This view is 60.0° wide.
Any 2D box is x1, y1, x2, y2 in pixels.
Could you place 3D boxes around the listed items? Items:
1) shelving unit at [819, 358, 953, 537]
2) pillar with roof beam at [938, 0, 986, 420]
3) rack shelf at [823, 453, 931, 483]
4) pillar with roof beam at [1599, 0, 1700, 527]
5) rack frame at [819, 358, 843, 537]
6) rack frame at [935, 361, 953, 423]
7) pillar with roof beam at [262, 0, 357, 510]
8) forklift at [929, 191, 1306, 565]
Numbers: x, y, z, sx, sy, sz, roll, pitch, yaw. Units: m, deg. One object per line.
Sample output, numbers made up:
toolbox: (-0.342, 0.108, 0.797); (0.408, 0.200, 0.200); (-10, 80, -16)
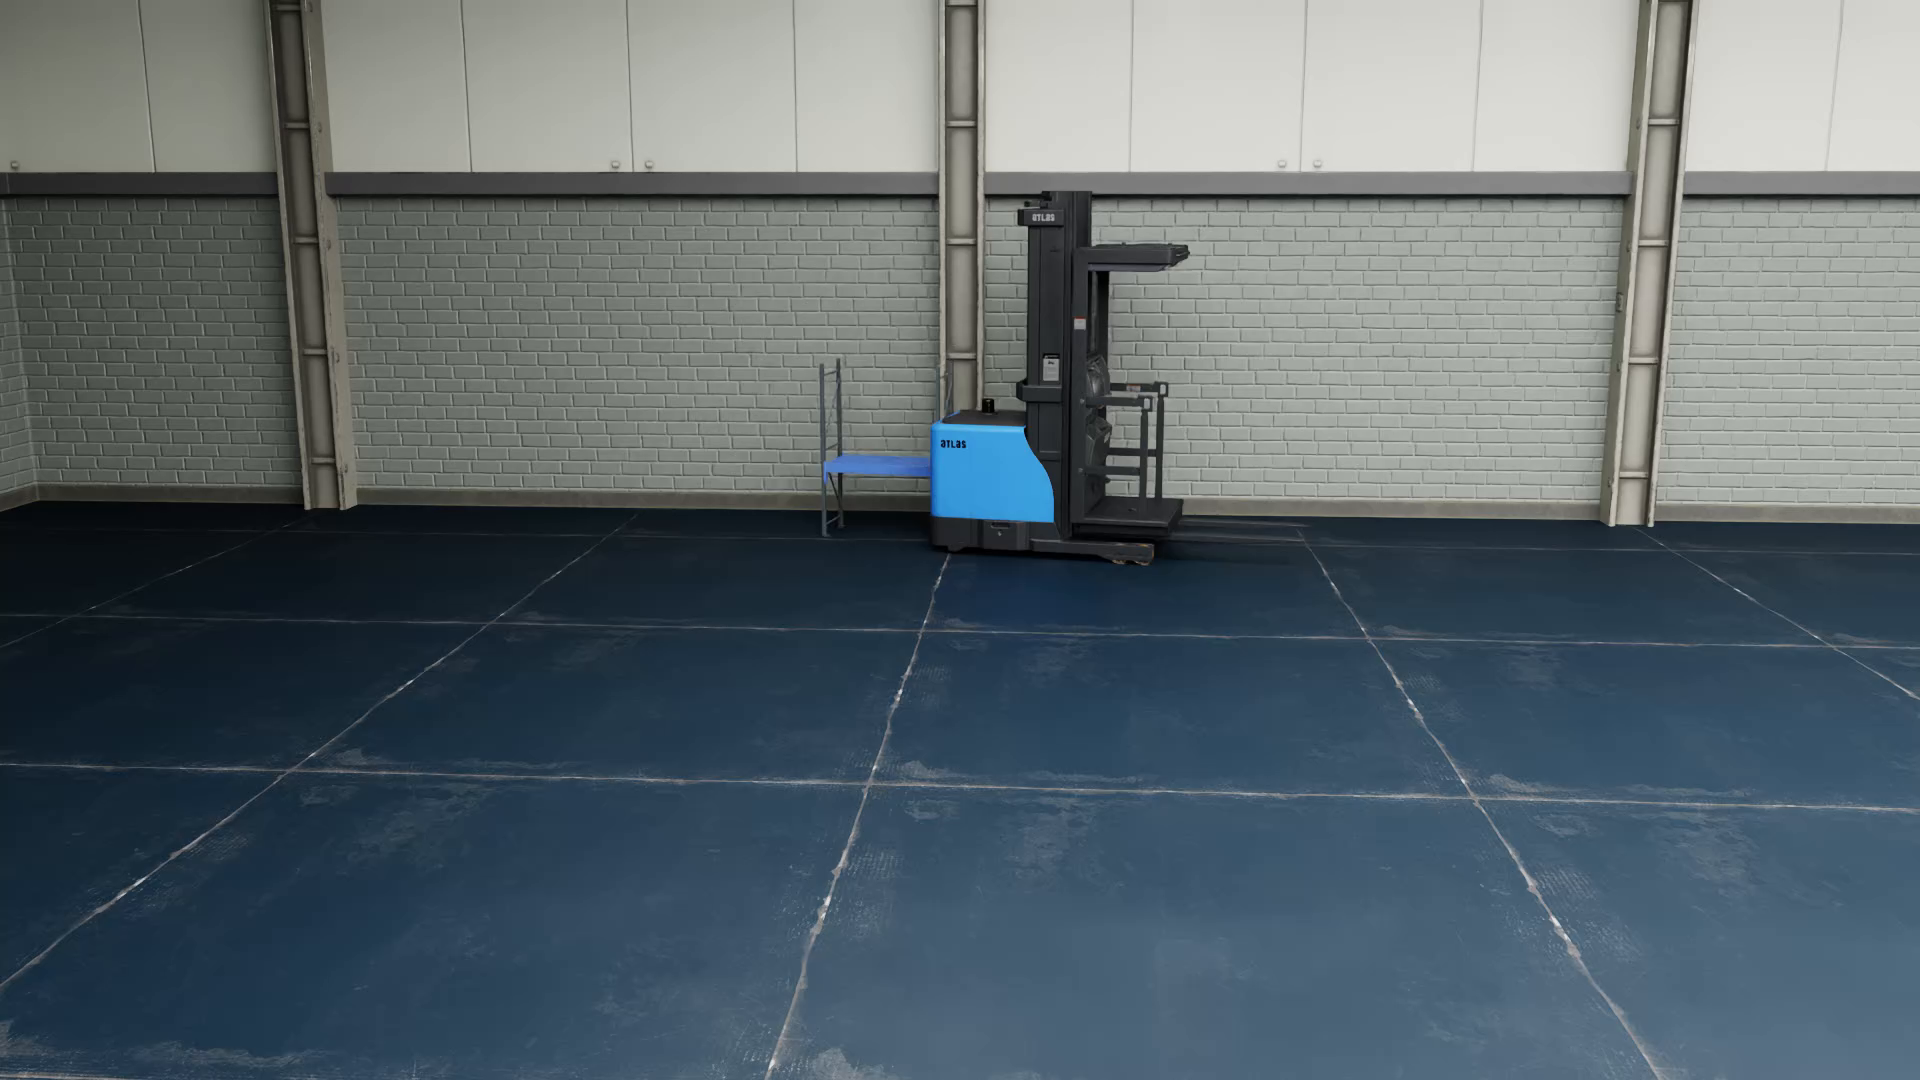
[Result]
shelving unit: (-0.624, -0.783, 14.348); (1.048, 1.500, 0.538); (3, 12, 14)
pillar with roof beam: (-0.267, -3.761, 10.269); (0.400, 9.000, 9.100); (1, 12, 4)
rack shelf: (-0.624, -0.607, 14.385); (1.000, 0.185, 0.538); (3, 12, 14)
pillar with roof beam: (5.719, -3.679, 9.877); (0.400, 9.000, 9.100); (1, 12, 4)
rack frame: (-1.117, -0.808, 14.469); (0.032, 1.500, 0.500); (3, 12, 14)
rack frame: (-0.131, -0.758, 14.227); (0.032, 1.500, 0.500); (3, 12, 14)
pillar with roof beam: (-6.254, -3.843, 10.662); (0.400, 9.000, 9.100); (1, 12, 4)
forklift: (1.318, -1.352, 13.573); (3.031, 2.935, 1.130); (3, 12, 14)
